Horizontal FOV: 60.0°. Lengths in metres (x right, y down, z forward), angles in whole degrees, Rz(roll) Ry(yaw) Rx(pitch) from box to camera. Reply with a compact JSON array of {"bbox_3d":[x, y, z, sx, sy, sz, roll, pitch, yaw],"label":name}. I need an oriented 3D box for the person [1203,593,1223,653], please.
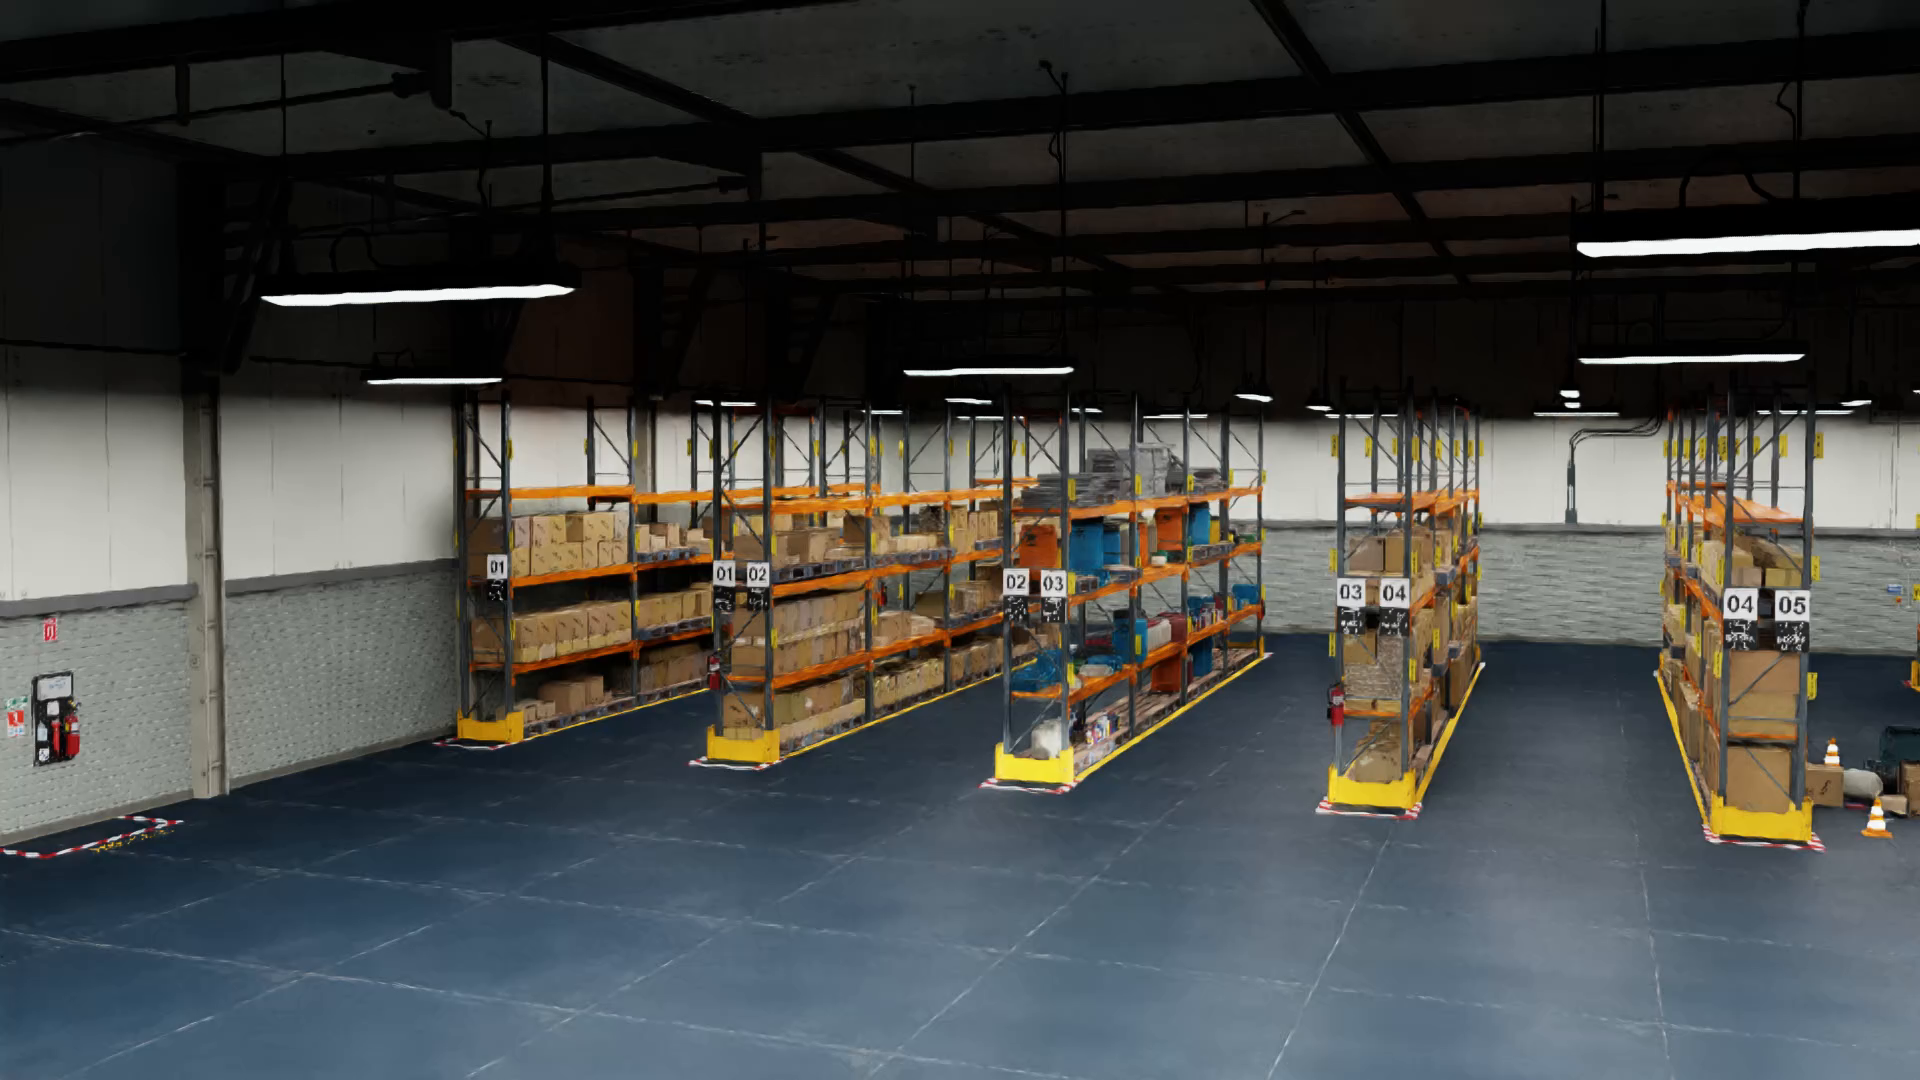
[{"bbox_3d":[5.870,2.047,39.003,0.538,1.609,0.954,3,4,42],"label":"person"}]
